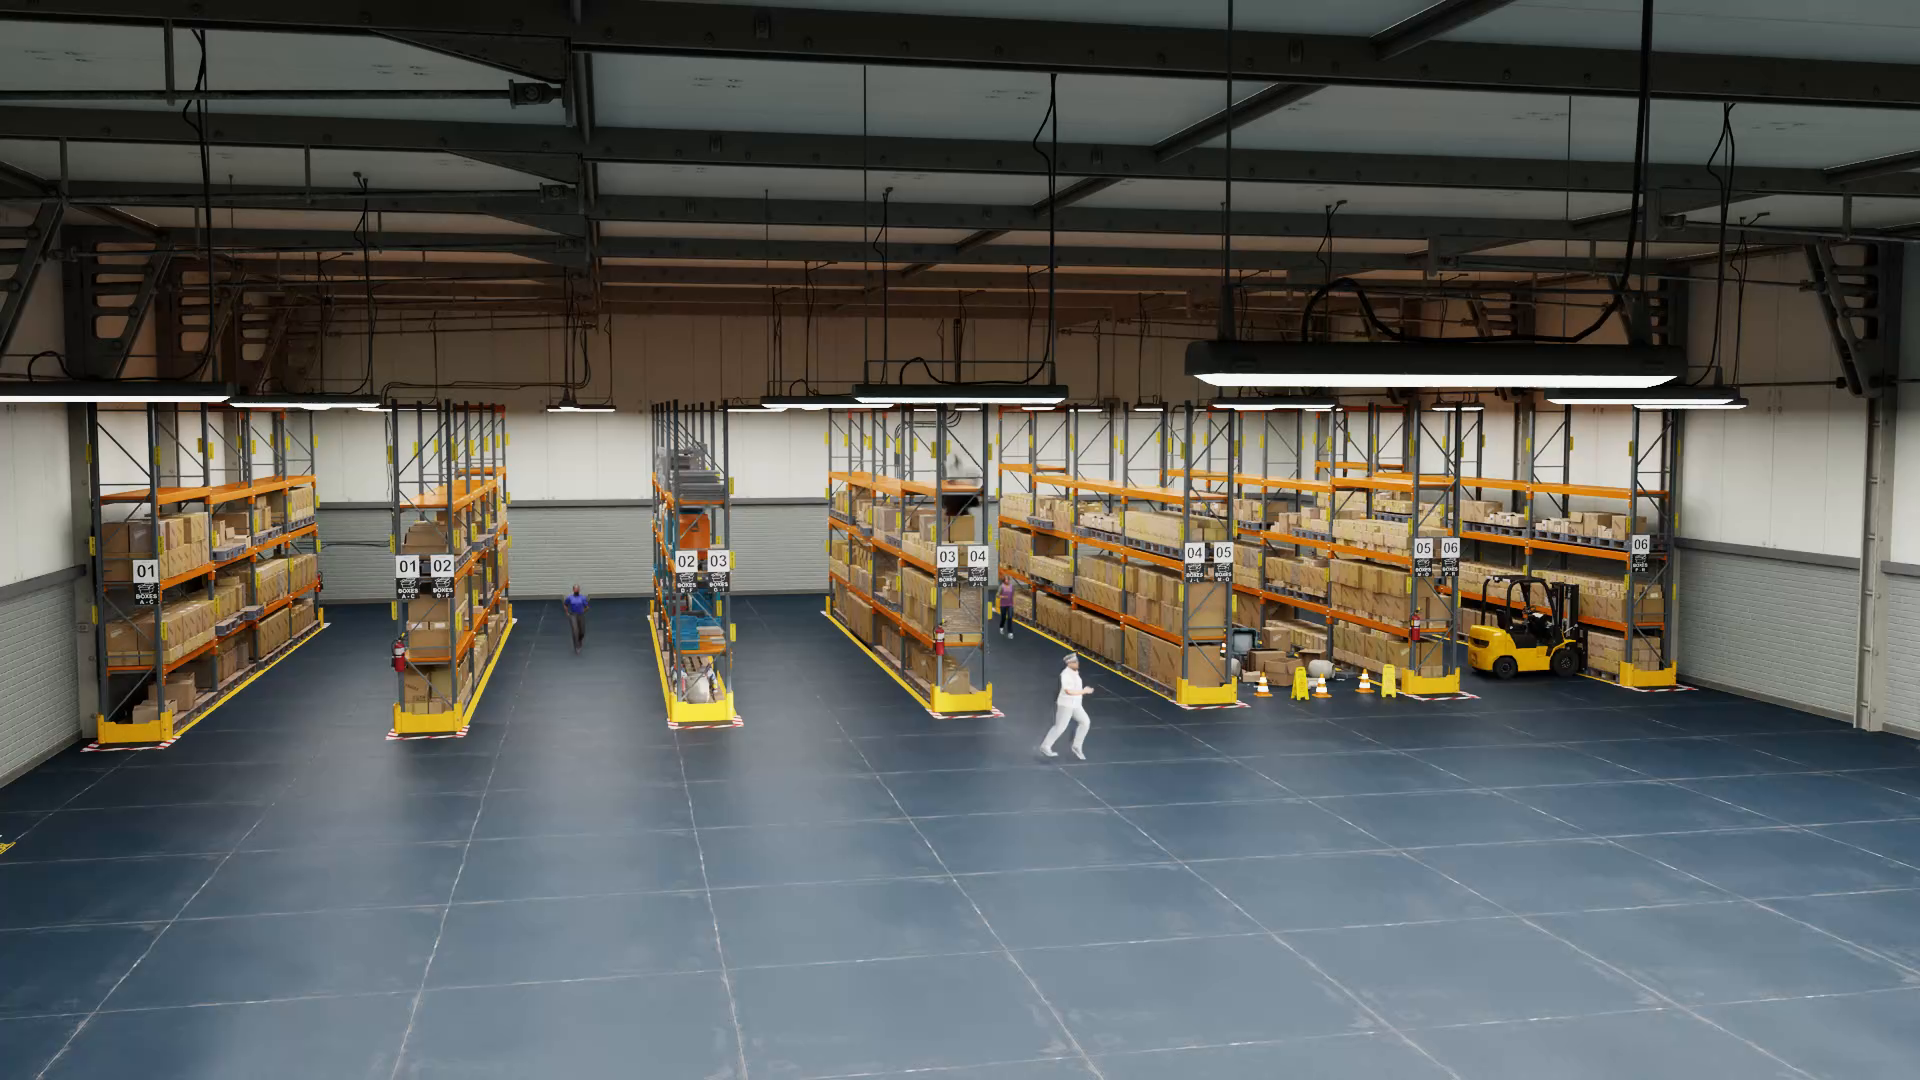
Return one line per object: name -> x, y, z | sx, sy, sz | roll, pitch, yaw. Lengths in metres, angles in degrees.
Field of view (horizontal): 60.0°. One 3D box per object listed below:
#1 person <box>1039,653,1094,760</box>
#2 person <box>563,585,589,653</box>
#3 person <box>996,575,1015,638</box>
person -> 1.800, 2.765, 27.621 | 0.911, 1.832, 0.673 | 2, 5, 22
person -> -9.249, 1.887, 40.117 | 0.588, 1.621, 0.815 | -2, 5, -20
person -> 1.192, 1.688, 42.547 | 0.545, 1.580, 0.873 | -1, 4, -15
